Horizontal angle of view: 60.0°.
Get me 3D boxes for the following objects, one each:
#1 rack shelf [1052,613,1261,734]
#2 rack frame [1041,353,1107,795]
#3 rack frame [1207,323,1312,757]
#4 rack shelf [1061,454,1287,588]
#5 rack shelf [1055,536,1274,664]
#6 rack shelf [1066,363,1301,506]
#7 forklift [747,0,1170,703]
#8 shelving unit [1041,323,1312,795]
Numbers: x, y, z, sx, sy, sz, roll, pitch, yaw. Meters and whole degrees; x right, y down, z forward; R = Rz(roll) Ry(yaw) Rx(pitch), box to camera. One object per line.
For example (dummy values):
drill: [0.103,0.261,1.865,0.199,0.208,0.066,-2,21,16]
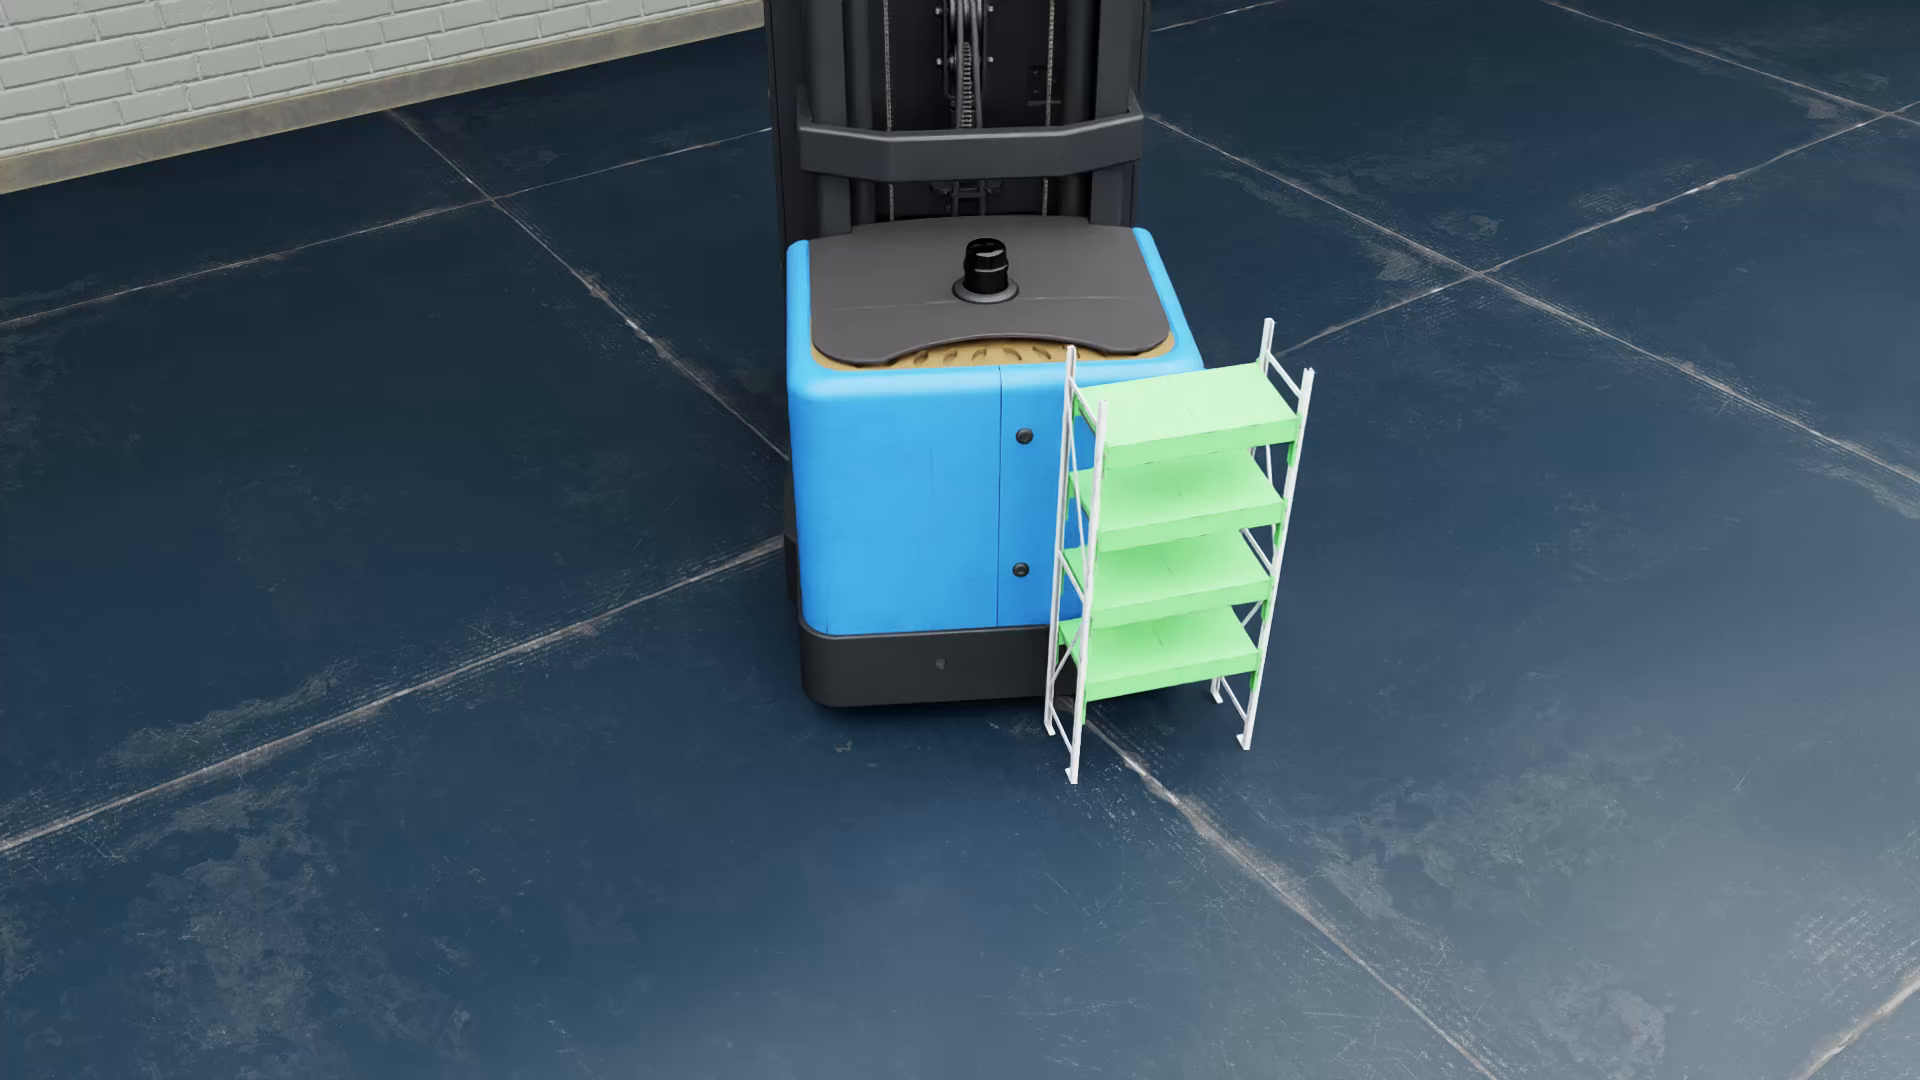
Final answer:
rack shelf: [0.498,0.317,4.292,0.480,0.148,0.258,-10,40,-14]
rack frame: [0.268,0.120,4.046,0.015,1.200,0.240,-10,40,-14]
rack frame: [0.735,0.037,4.161,0.015,1.200,0.240,-10,40,-14]
rack shelf: [0.504,-0.060,3.995,0.480,0.148,0.258,-10,40,-14]
rack shelf: [0.501,0.128,4.143,0.480,0.148,0.258,-10,40,-14]
rack shelf: [0.507,-0.249,3.846,0.480,0.148,0.258,-10,40,-14]
forklift: [0.053,-1.581,4.939,1.130,2.935,3.031,2,36,2]
shelving unit: [0.502,0.078,4.104,0.503,1.200,0.258,-10,40,-14]
